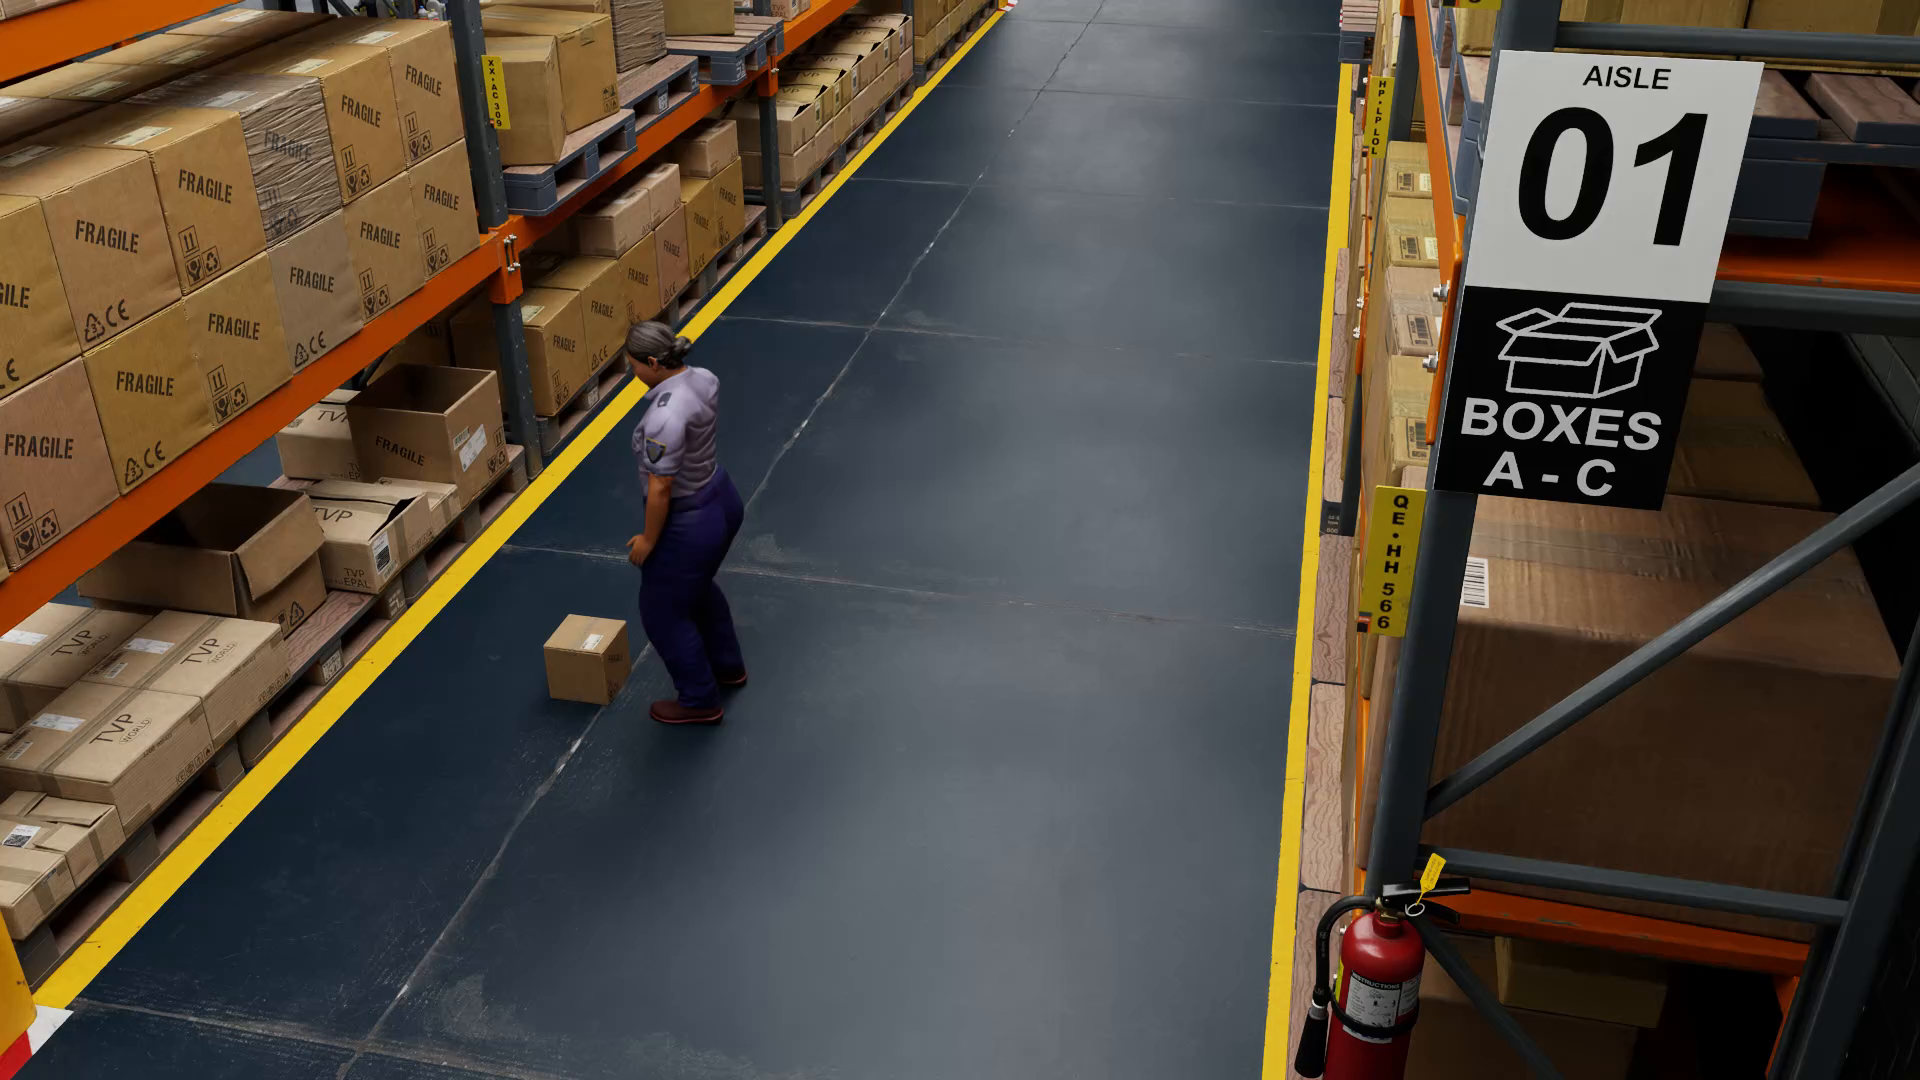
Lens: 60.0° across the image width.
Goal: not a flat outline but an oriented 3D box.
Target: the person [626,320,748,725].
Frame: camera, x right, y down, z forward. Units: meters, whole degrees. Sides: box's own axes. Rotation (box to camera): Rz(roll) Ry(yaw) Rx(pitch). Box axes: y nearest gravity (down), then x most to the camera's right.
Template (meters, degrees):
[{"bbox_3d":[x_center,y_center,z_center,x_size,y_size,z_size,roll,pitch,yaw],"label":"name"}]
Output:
[{"bbox_3d":[-1.030,-0.054,6.273,0.357,1.626,0.486,7,30,12],"label":"person"}]
